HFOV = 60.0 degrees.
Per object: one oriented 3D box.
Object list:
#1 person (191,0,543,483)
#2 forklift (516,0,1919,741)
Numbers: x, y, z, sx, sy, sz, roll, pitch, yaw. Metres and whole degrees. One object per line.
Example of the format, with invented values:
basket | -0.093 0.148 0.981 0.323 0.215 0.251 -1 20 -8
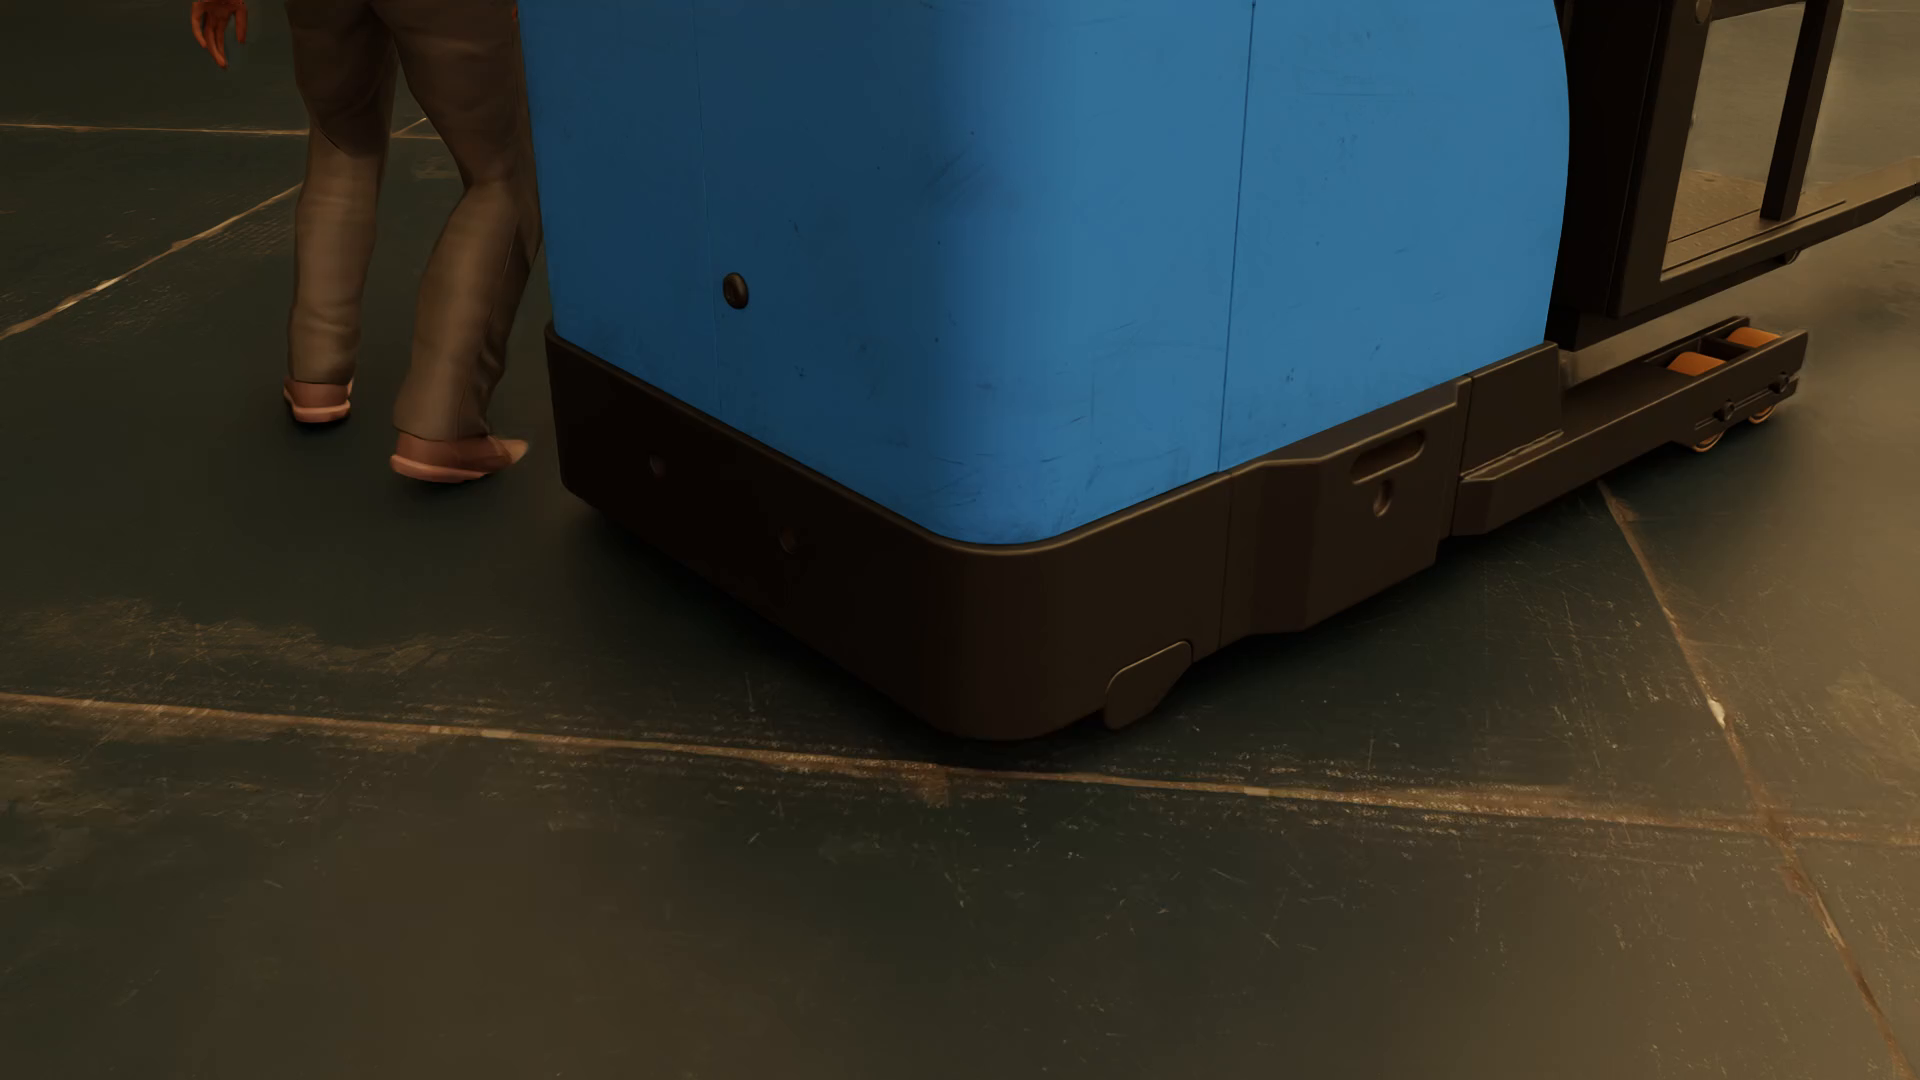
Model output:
person | -0.901 -0.873 2.529 0.804 1.635 0.465 12 29 22
forklift | 0.840 -1.617 2.458 3.031 2.935 1.130 -21 33 -36
